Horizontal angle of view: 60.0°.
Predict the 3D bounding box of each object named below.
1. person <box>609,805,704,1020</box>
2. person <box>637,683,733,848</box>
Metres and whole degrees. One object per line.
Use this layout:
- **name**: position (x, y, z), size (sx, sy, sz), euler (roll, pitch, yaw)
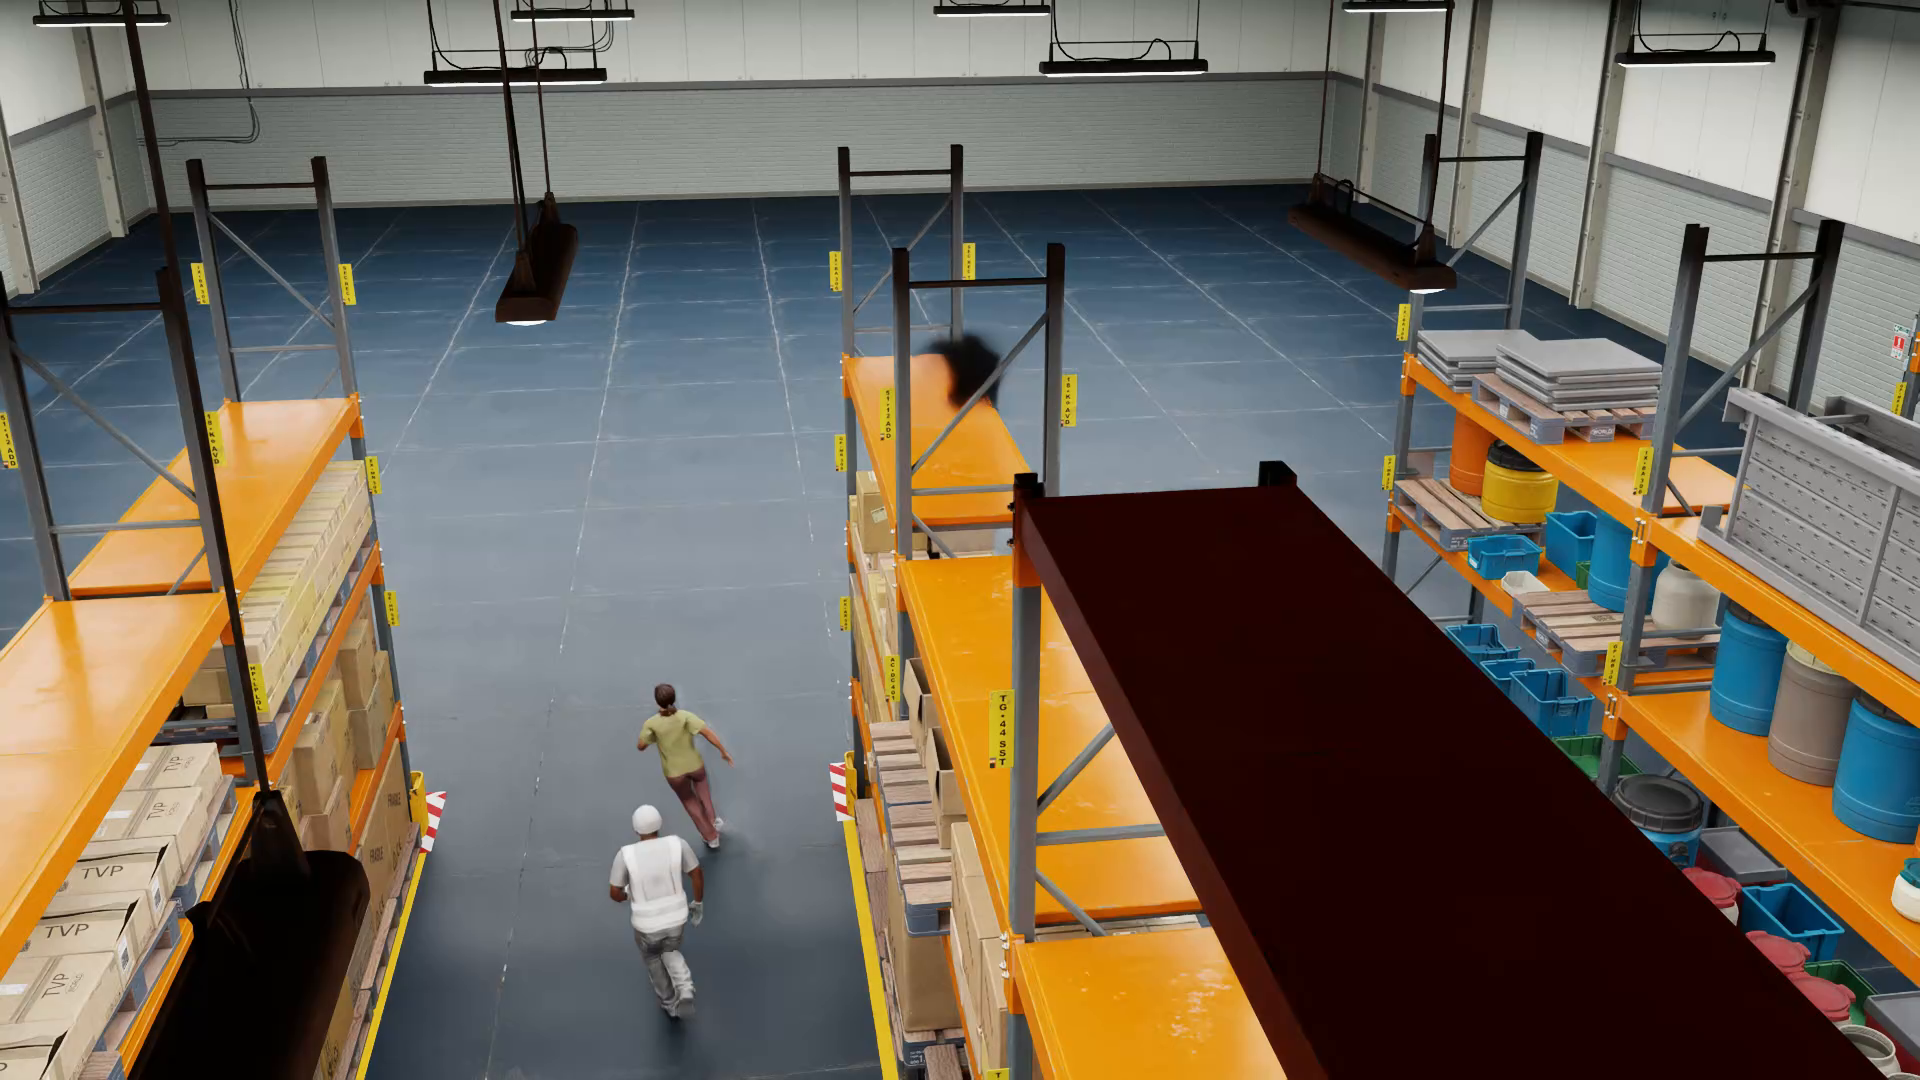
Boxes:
- **person**: position (-2.209, 2.808, 12.243), size (0.666, 1.711, 0.735), euler (-12, 24, -27)
- **person**: position (-2.444, 1.947, 14.610), size (0.749, 1.565, 0.622), euler (-10, 24, -24)
